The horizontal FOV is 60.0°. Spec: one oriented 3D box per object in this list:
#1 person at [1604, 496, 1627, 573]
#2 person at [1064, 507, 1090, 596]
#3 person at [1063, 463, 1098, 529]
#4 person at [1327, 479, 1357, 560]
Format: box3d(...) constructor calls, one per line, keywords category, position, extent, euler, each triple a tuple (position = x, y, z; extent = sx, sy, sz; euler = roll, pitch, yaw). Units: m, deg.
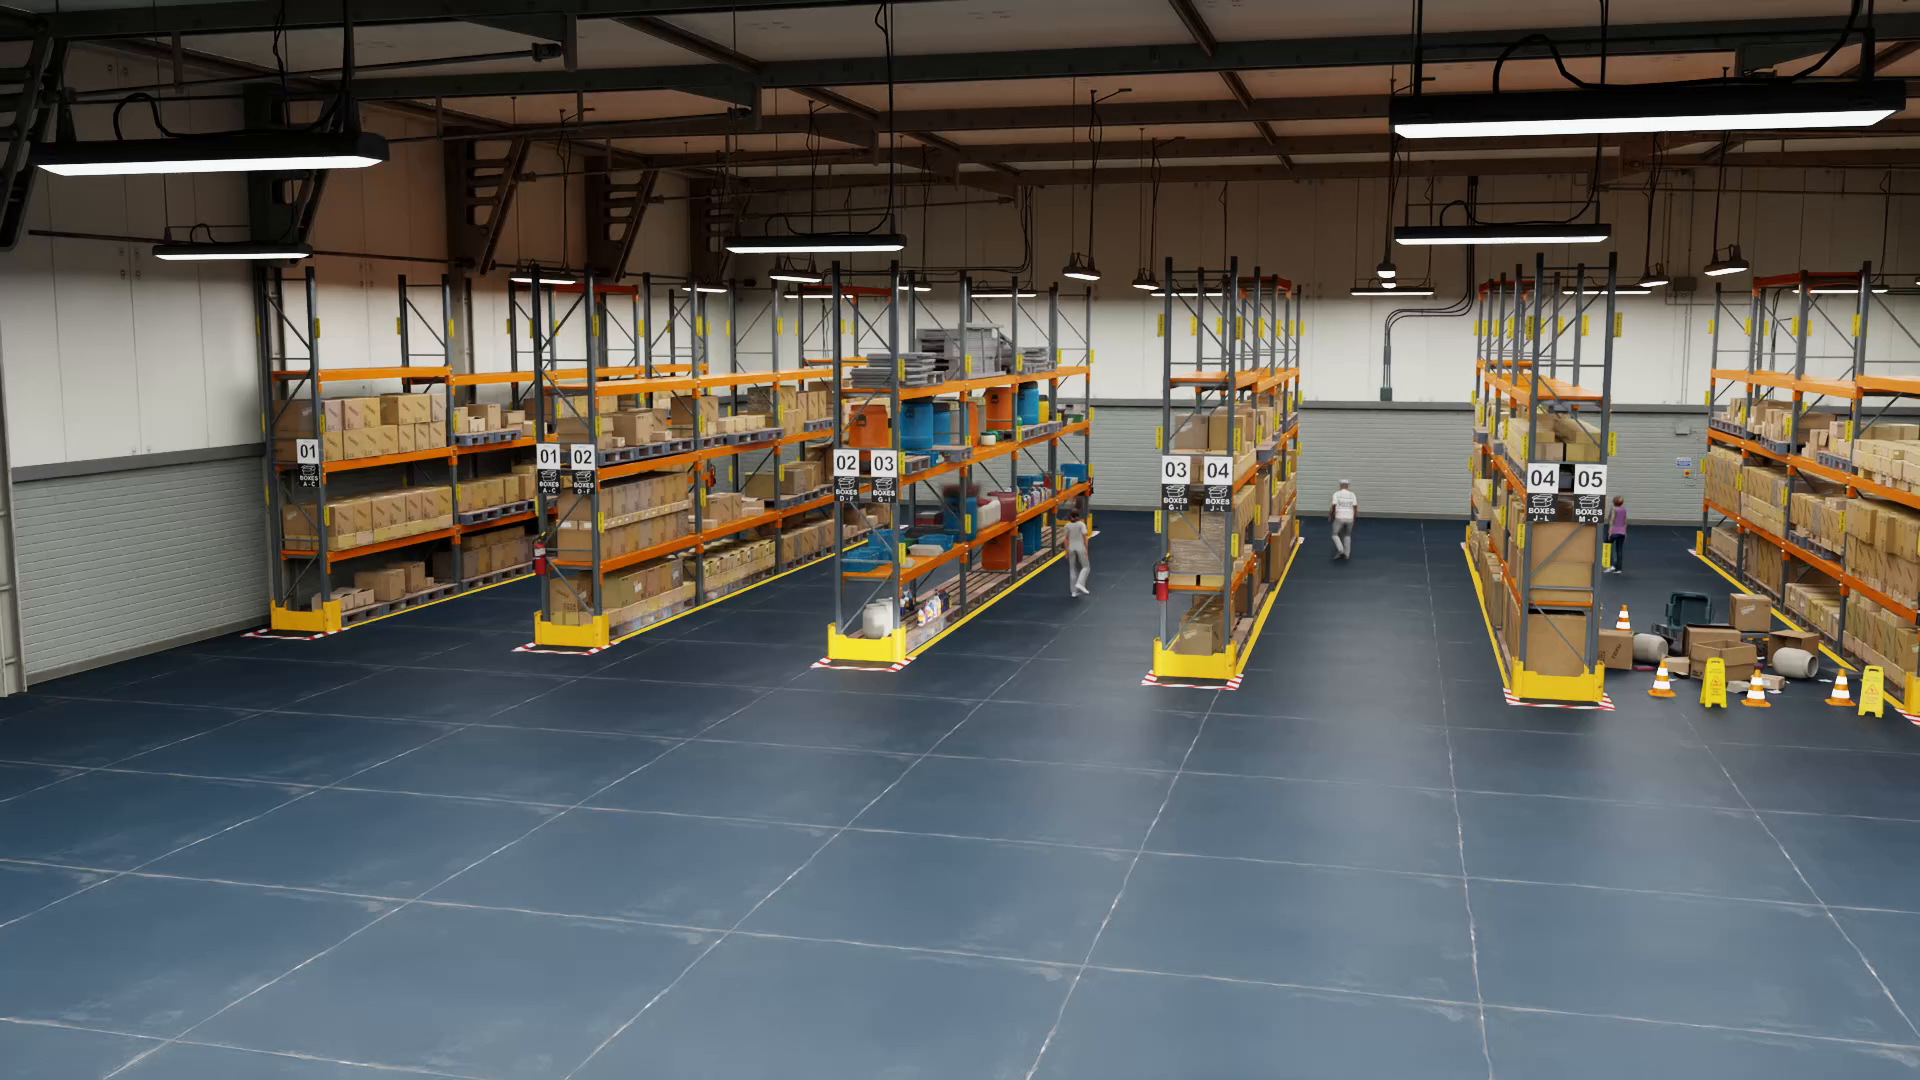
box3d(category="person", position=(13.484, 0.001, 34.150), extent=(0.446, 1.392, 0.372), euler=(-2, 8, -17))
box3d(category="person", position=(2.186, 0.231, 31.122), extent=(0.519, 1.668, 0.478), euler=(2, 7, 15))
box3d(category="person", position=(3.067, -1.107, 41.731), extent=(1.106, 1.660, 0.514), euler=(5, 9, 32))
box3d(category="person", position=(8.365, -0.437, 36.208), extent=(0.610, 1.741, 0.619), euler=(-1, 7, -10))
